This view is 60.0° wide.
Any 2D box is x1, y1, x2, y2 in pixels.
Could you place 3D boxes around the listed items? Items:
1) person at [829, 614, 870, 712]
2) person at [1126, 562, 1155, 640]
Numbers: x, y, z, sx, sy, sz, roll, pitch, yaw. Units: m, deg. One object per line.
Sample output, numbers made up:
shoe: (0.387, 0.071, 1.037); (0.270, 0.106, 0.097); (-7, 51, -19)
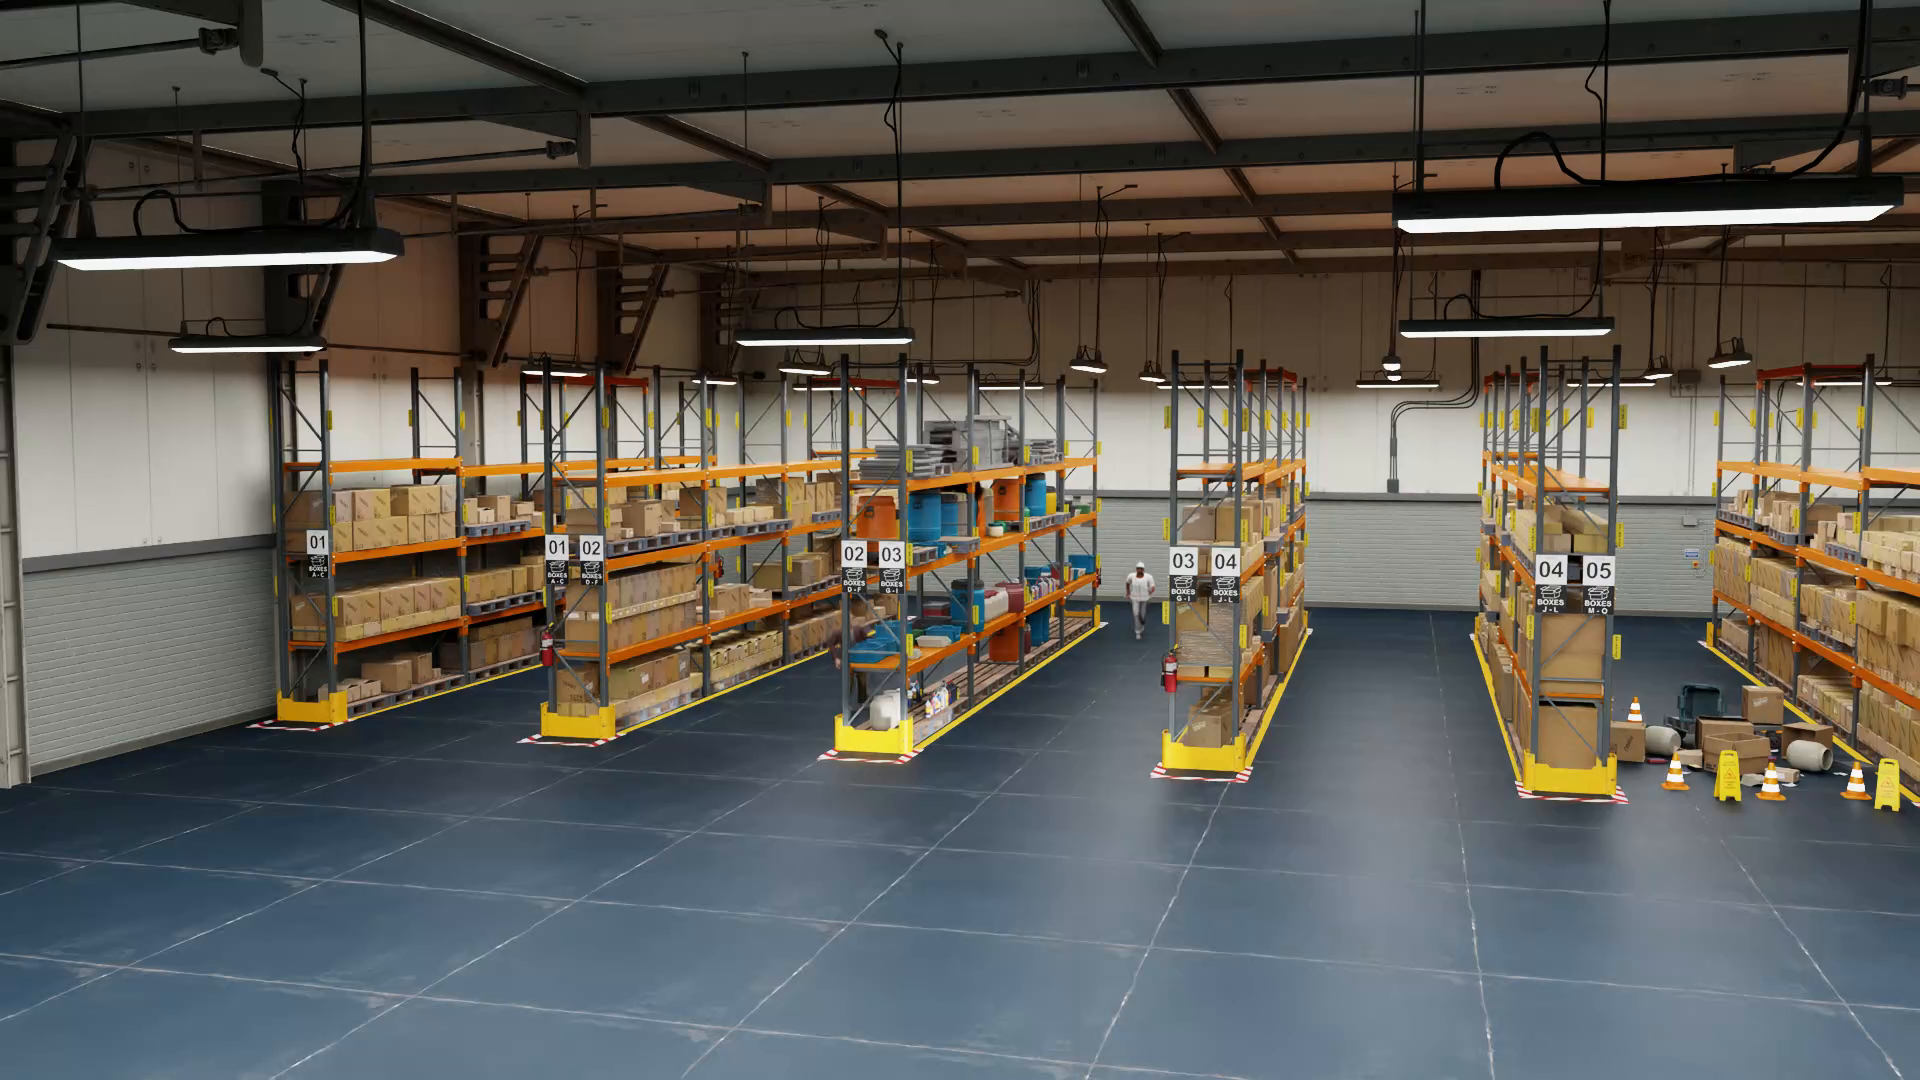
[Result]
person: (-1.861, 2.104, 28.703); (0.731, 1.711, 0.782); (-2, 4, -21)
person: (4.147, 1.377, 38.285); (0.662, 1.761, 0.964); (0, 4, 5)
